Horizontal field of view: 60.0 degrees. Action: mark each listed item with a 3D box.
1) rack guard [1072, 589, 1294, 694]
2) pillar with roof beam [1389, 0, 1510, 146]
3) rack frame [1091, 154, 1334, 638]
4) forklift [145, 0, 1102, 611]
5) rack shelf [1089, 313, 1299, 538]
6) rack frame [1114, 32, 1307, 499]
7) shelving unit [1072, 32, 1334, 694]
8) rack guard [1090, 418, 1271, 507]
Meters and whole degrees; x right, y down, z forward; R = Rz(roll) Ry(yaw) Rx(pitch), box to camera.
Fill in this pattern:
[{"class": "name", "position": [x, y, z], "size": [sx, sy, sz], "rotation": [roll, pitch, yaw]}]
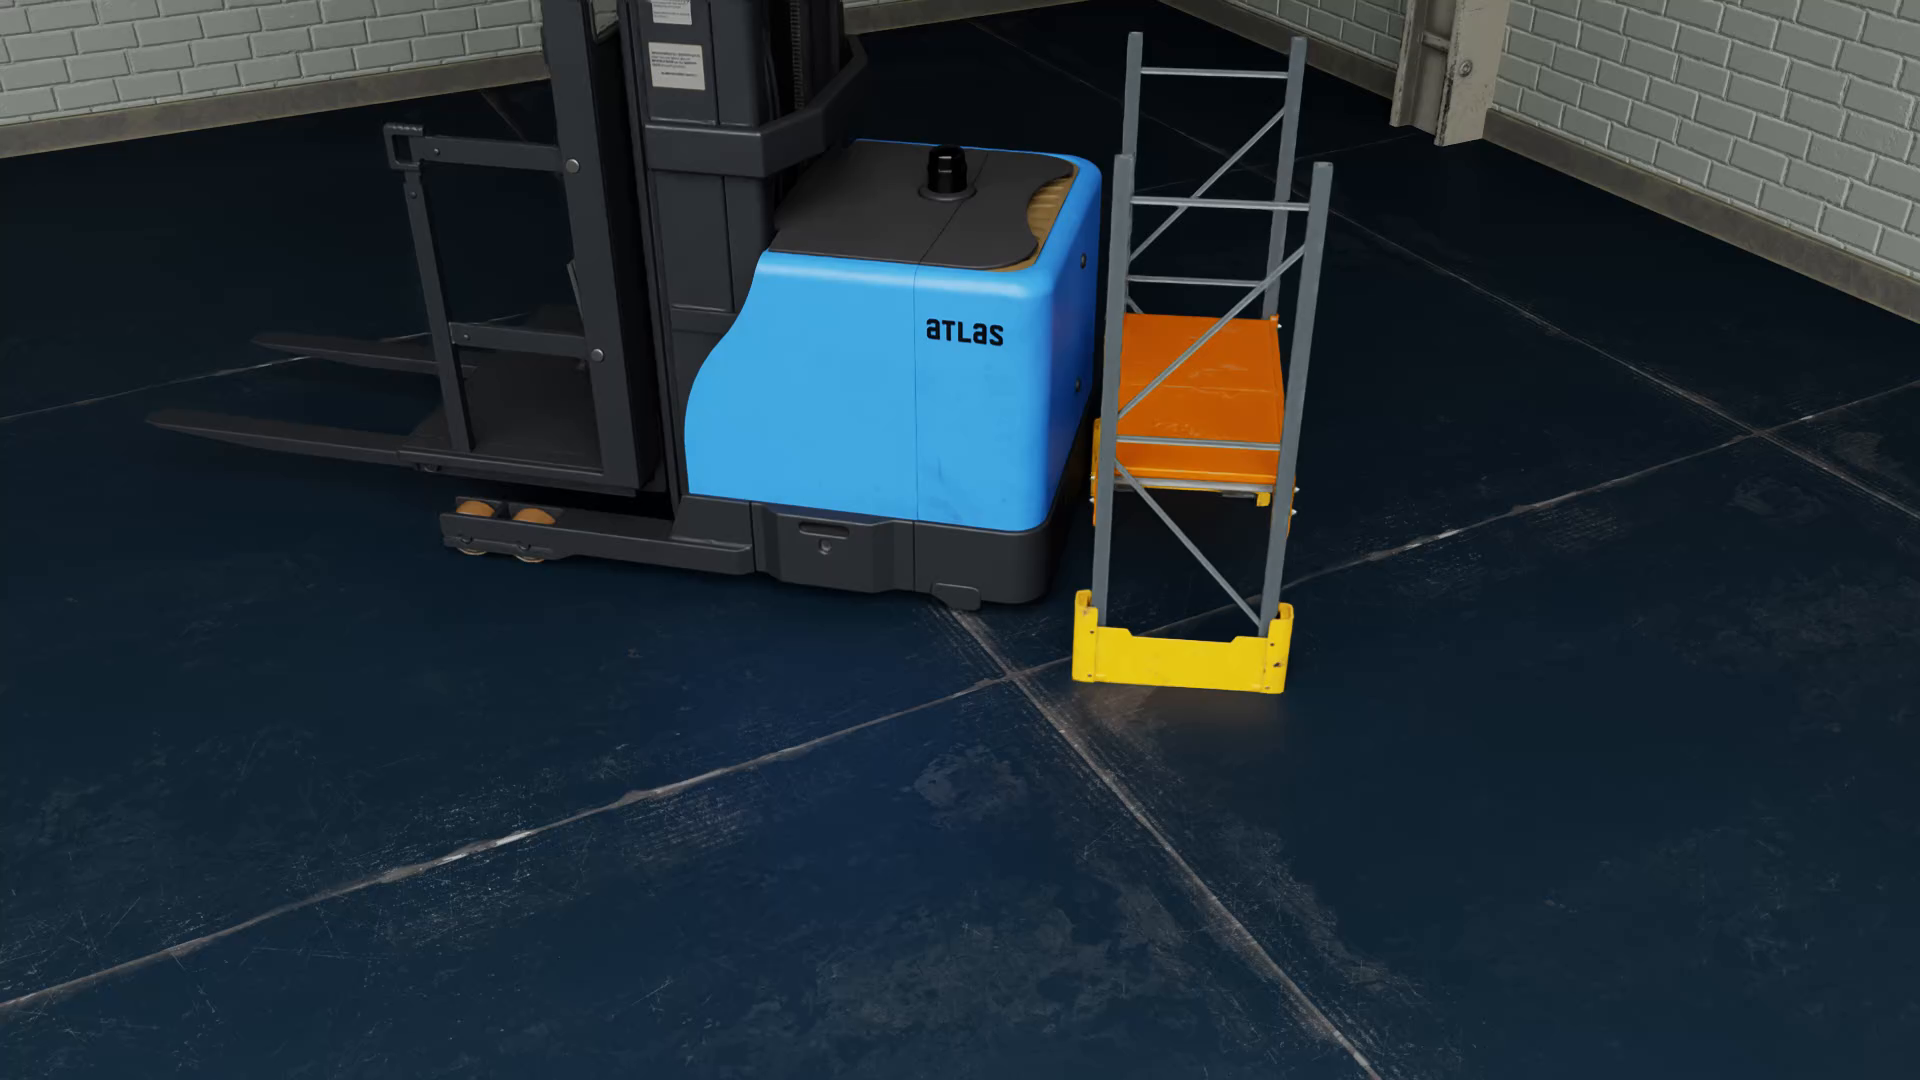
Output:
[{"class": "rack guard", "position": [0.607, 0.281, 4.580], "size": [0.587, 0.250, 0.087], "rotation": [4, 33, 6]}, {"class": "pillar with roof beam", "position": [-1.360, -4.808, 4.413], "size": [9.100, 9.000, 0.400], "rotation": [-16, 36, -23]}, {"class": "rack frame", "position": [0.607, -0.245, 4.242], "size": [0.500, 1.500, 0.032], "rotation": [4, 33, 6]}, {"class": "forklift", "position": [-1.125, -1.433, 4.769], "size": [3.031, 2.935, 1.130], "rotation": [7, 33, 11]}, {"class": "rack shelf", "position": [0.666, -0.366, 4.764], "size": [0.538, 0.185, 1.000], "rotation": [4, 33, 6]}, {"class": "rack frame", "position": [0.725, -0.789, 5.092], "size": [0.500, 1.500, 0.032], "rotation": [4, 33, 6]}, {"class": "shelving unit", "position": [0.665, -0.512, 4.659], "size": [0.587, 1.500, 1.083], "rotation": [4, 33, 6]}, {"class": "rack guard", "position": [0.723, -0.253, 5.413], "size": [0.587, 0.250, 0.087], "rotation": [4, 33, 6]}]
